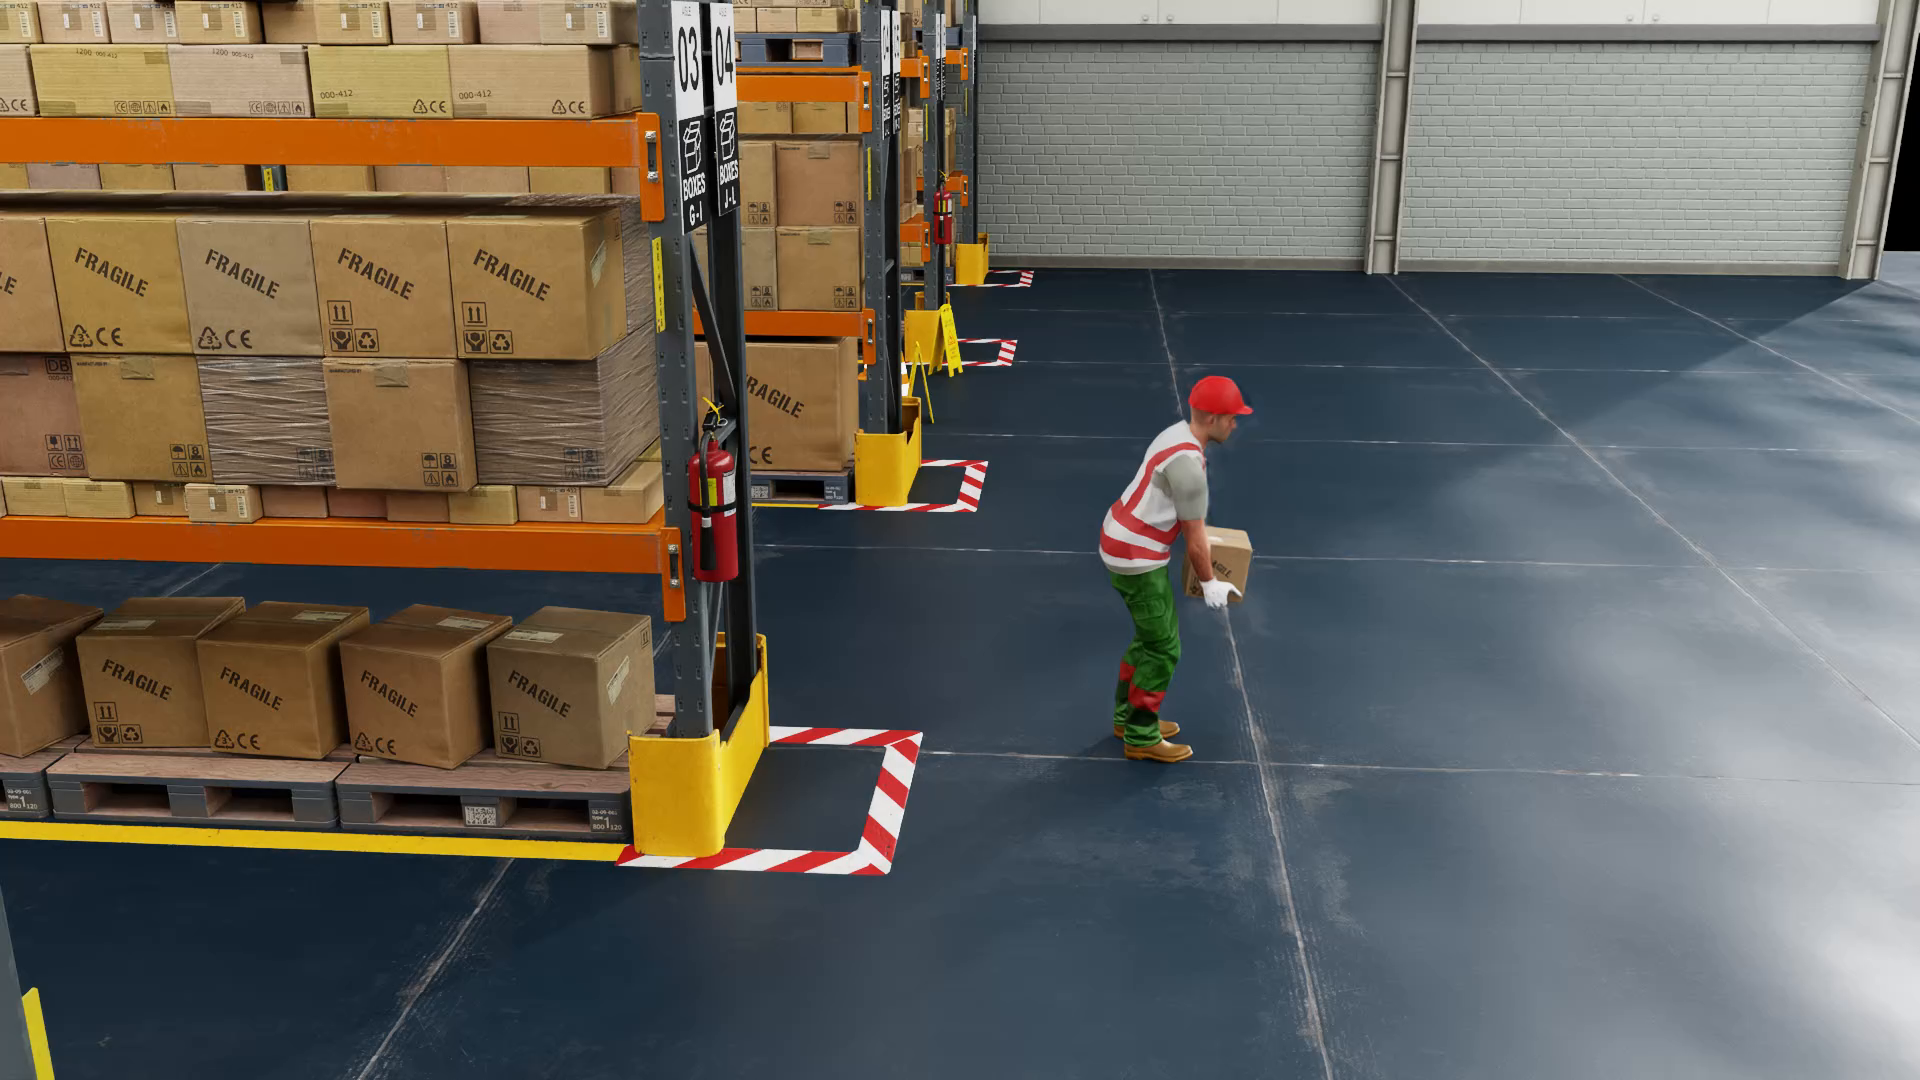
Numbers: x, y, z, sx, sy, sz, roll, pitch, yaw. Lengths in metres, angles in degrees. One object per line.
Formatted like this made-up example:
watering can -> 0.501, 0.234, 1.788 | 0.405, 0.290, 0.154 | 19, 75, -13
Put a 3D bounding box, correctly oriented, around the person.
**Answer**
person -> 0.926, 0.120, 7.265 | 0.637, 1.702, 0.483 | 1, 17, 3
